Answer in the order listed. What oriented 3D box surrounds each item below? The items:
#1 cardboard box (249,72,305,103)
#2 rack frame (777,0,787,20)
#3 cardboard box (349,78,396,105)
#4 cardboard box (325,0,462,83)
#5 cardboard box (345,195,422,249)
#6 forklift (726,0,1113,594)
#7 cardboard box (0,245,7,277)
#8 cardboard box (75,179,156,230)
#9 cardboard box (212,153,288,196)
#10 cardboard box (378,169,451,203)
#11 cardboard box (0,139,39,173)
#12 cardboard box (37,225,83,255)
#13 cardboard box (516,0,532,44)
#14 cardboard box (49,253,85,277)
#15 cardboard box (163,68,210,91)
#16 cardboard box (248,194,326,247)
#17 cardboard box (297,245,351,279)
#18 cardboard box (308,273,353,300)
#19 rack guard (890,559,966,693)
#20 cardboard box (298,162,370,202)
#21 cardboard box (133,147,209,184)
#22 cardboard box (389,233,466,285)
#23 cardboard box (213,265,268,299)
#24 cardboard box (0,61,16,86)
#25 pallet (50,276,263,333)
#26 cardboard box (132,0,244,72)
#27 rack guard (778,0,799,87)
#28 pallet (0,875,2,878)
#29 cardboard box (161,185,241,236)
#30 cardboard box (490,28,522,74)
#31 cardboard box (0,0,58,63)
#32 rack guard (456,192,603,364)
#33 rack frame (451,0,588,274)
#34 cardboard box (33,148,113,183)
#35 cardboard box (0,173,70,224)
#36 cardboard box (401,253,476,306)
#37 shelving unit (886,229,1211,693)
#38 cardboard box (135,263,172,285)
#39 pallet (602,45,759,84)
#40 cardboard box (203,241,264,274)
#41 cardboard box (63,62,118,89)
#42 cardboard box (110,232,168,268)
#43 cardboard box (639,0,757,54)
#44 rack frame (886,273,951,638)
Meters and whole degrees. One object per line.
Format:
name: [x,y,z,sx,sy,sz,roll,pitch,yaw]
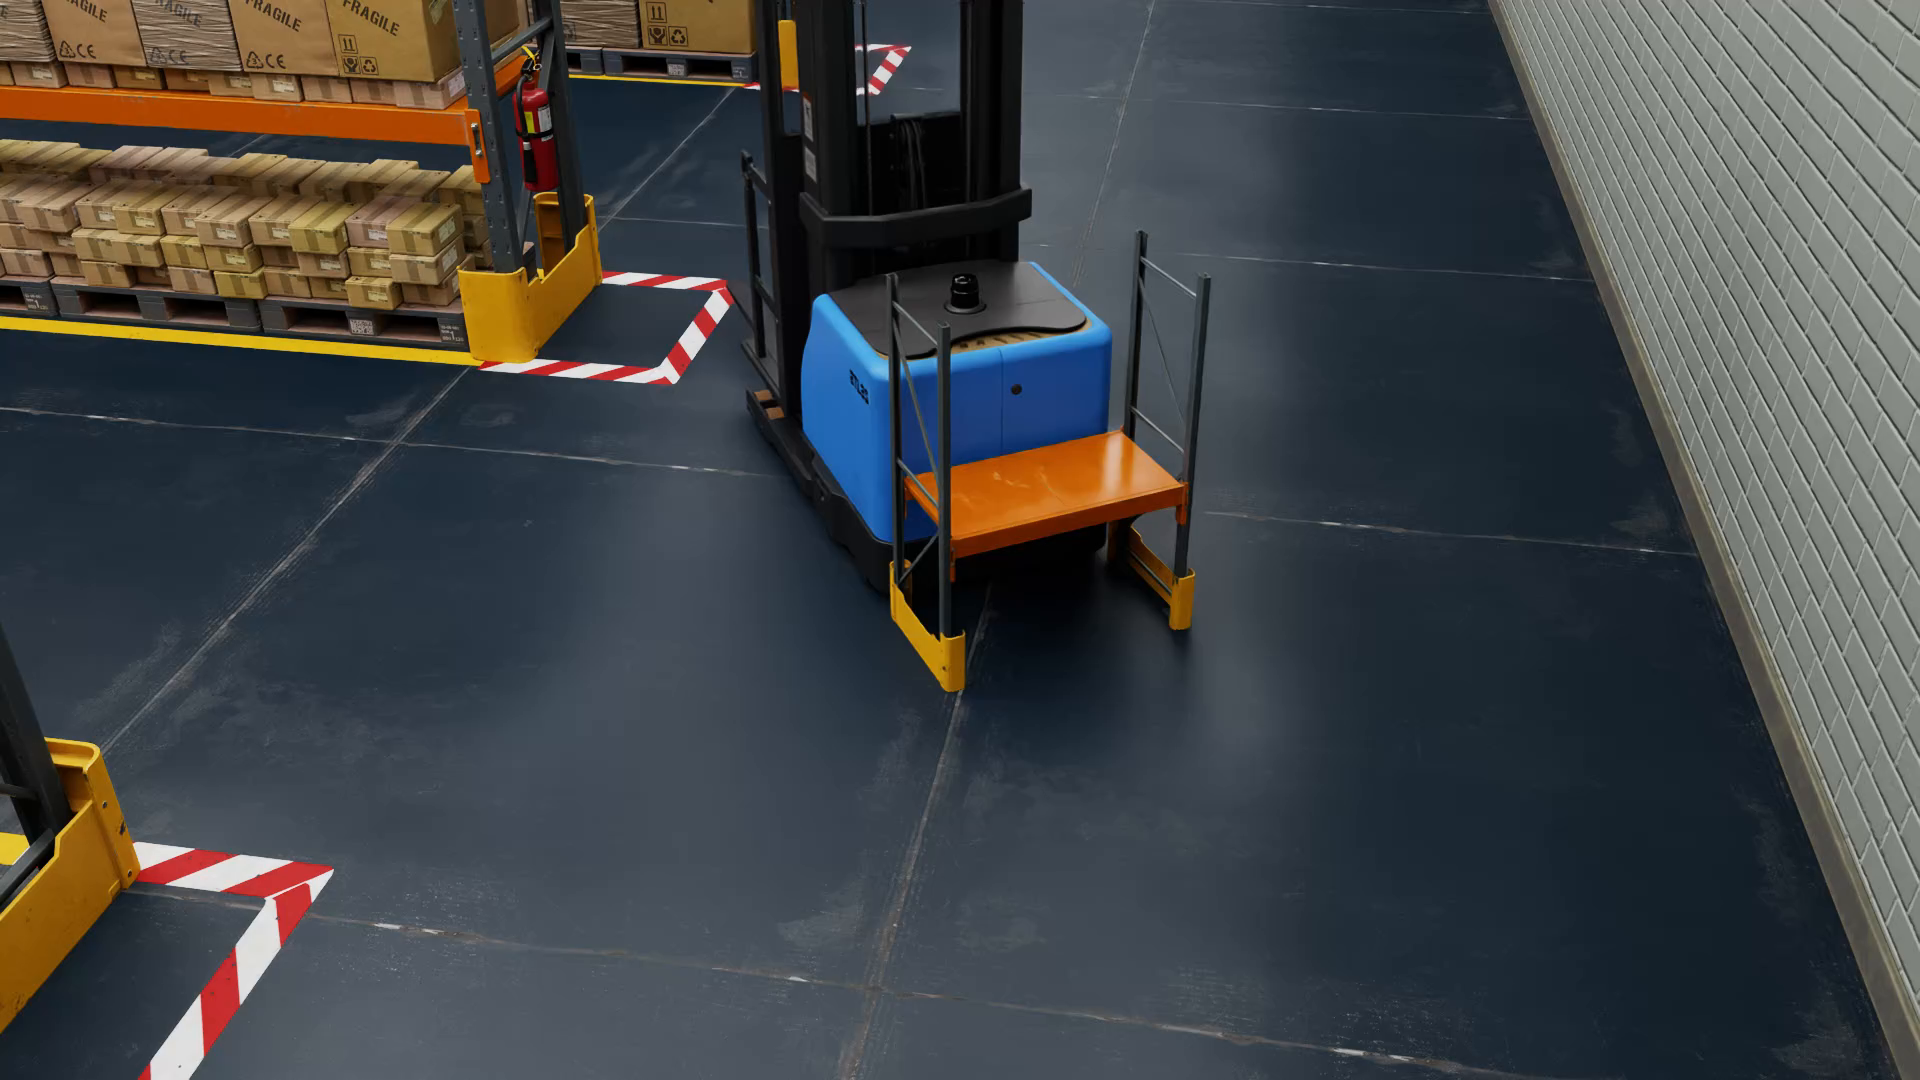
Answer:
cardboard box: [-3.369,-2.348,8.411,0.250,0.149,0.380,6,33,10]
rack frame: [-1.322,-5.091,12.557,0.127,3.000,1.000,5,32,8]
cardboard box: [-2.864,-2.323,8.371,0.250,0.149,0.380,5,32,8]
cardboard box: [-2.742,-2.580,8.171,0.500,0.500,0.500,6,33,9]
cardboard box: [-3.058,-1.695,8.862,0.250,0.149,0.380,6,33,9]
forklift: [-0.398,-1.791,7.349,1.130,2.935,3.031,-12,34,-18]
cardboard box: [-5.378,-1.614,9.292,0.250,0.149,0.380,5,32,8]
cardboard box: [-4.595,-1.836,9.086,0.250,0.149,0.380,4,32,6]
cardboard box: [-4.016,-2.060,9.444,0.250,0.149,0.380,6,32,9]
cardboard box: [-3.007,-1.914,9.212,0.250,0.149,0.380,6,33,9]
cardboard box: [-5.546,-2.187,9.648,0.250,0.149,0.380,6,32,9]
cardboard box: [-4.852,-1.718,9.179,0.250,0.149,0.380,7,33,10]
cardboard box: [-3.741,-4.545,13.290,0.875,0.875,0.875,5,32,8]
cardboard box: [-4.848,-1.611,9.288,0.250,0.149,0.380,4,32,6]
cardboard box: [-3.880,-2.442,8.561,0.250,0.149,0.380,4,32,6]
cardboard box: [-3.580,-1.708,8.882,0.250,0.149,0.380,4,32,6]
cardboard box: [-3.337,-1.545,8.902,0.250,0.149,0.380,4,32,6]
cardboard box: [-3.326,-1.452,9.034,0.250,0.149,0.380,5,32,8]
rack guard: [-0.130,0.329,6.489,0.087,0.250,0.587,-13,34,-20]
cardboard box: [-3.492,-1.983,9.321,0.250,0.149,0.380,4,32,6]
cardboard box: [-4.506,-2.112,9.527,0.250,0.149,0.380,4,32,6]
cardboard box: [-2.824,-1.500,8.830,0.250,0.149,0.380,4,32,7]
cardboard box: [-3.834,-1.458,9.043,0.250,0.149,0.380,4,32,6]
cardboard box: [-4.931,-2.496,8.647,0.250,0.149,0.380,6,33,9]
pallet: [-4.325,-1.532,9.499,1.213,0.211,1.003,5,32,8]
cardboard box: [-3.750,-2.669,8.313,0.500,0.500,0.500,5,32,8]
rack guard: [-1.298,-4.030,13.217,0.348,0.500,1.175,5,32,8]
pallet: [-3.790,1.243,5.065,1.213,0.211,1.003,5,32,8]
cardboard box: [-4.095,-1.785,9.004,0.250,0.149,0.380,4,32,7]
cardboard box: [-2.520,-2.600,8.814,0.250,0.149,0.380,5,32,8]
cardboard box: [-4.774,-2.752,8.444,0.500,0.500,0.500,5,32,7]
rack guard: [-2.331,-1.454,9.101,0.348,0.500,1.175,5,32,8]
rack frame: [-2.256,-2.506,8.427,0.127,3.000,1.000,5,32,8]
cardboard box: [-5.057,-2.105,9.516,0.250,0.149,0.380,6,33,10]
cardboard box: [-5.114,-1.882,9.160,0.250,0.149,0.380,4,32,7]
cardboard box: [-2.810,-1.414,8.973,0.250,0.149,0.380,6,32,9]
shelving unit: [0.324,-0.310,6.331,1.083,1.500,0.587,-13,34,-20]
cardboard box: [-4.337,-1.554,9.197,0.250,0.149,0.380,6,33,10]
pallet: [-2.123,-3.940,13.345,1.213,0.211,1.003,5,32,8]
cardboard box: [-3.849,-1.585,8.966,0.250,0.149,0.380,6,32,9]
cardboard box: [-4.396,-2.469,8.604,0.250,0.149,0.380,6,33,10]
cardboard box: [-4.375,-1.627,9.034,0.250,0.149,0.380,5,32,9]
cardboard box: [-1.966,-4.384,13.034,0.875,0.875,0.875,5,32,8]
rack frame: [-0.148,-0.197,6.151,0.032,1.500,0.500,-13,34,-20]
